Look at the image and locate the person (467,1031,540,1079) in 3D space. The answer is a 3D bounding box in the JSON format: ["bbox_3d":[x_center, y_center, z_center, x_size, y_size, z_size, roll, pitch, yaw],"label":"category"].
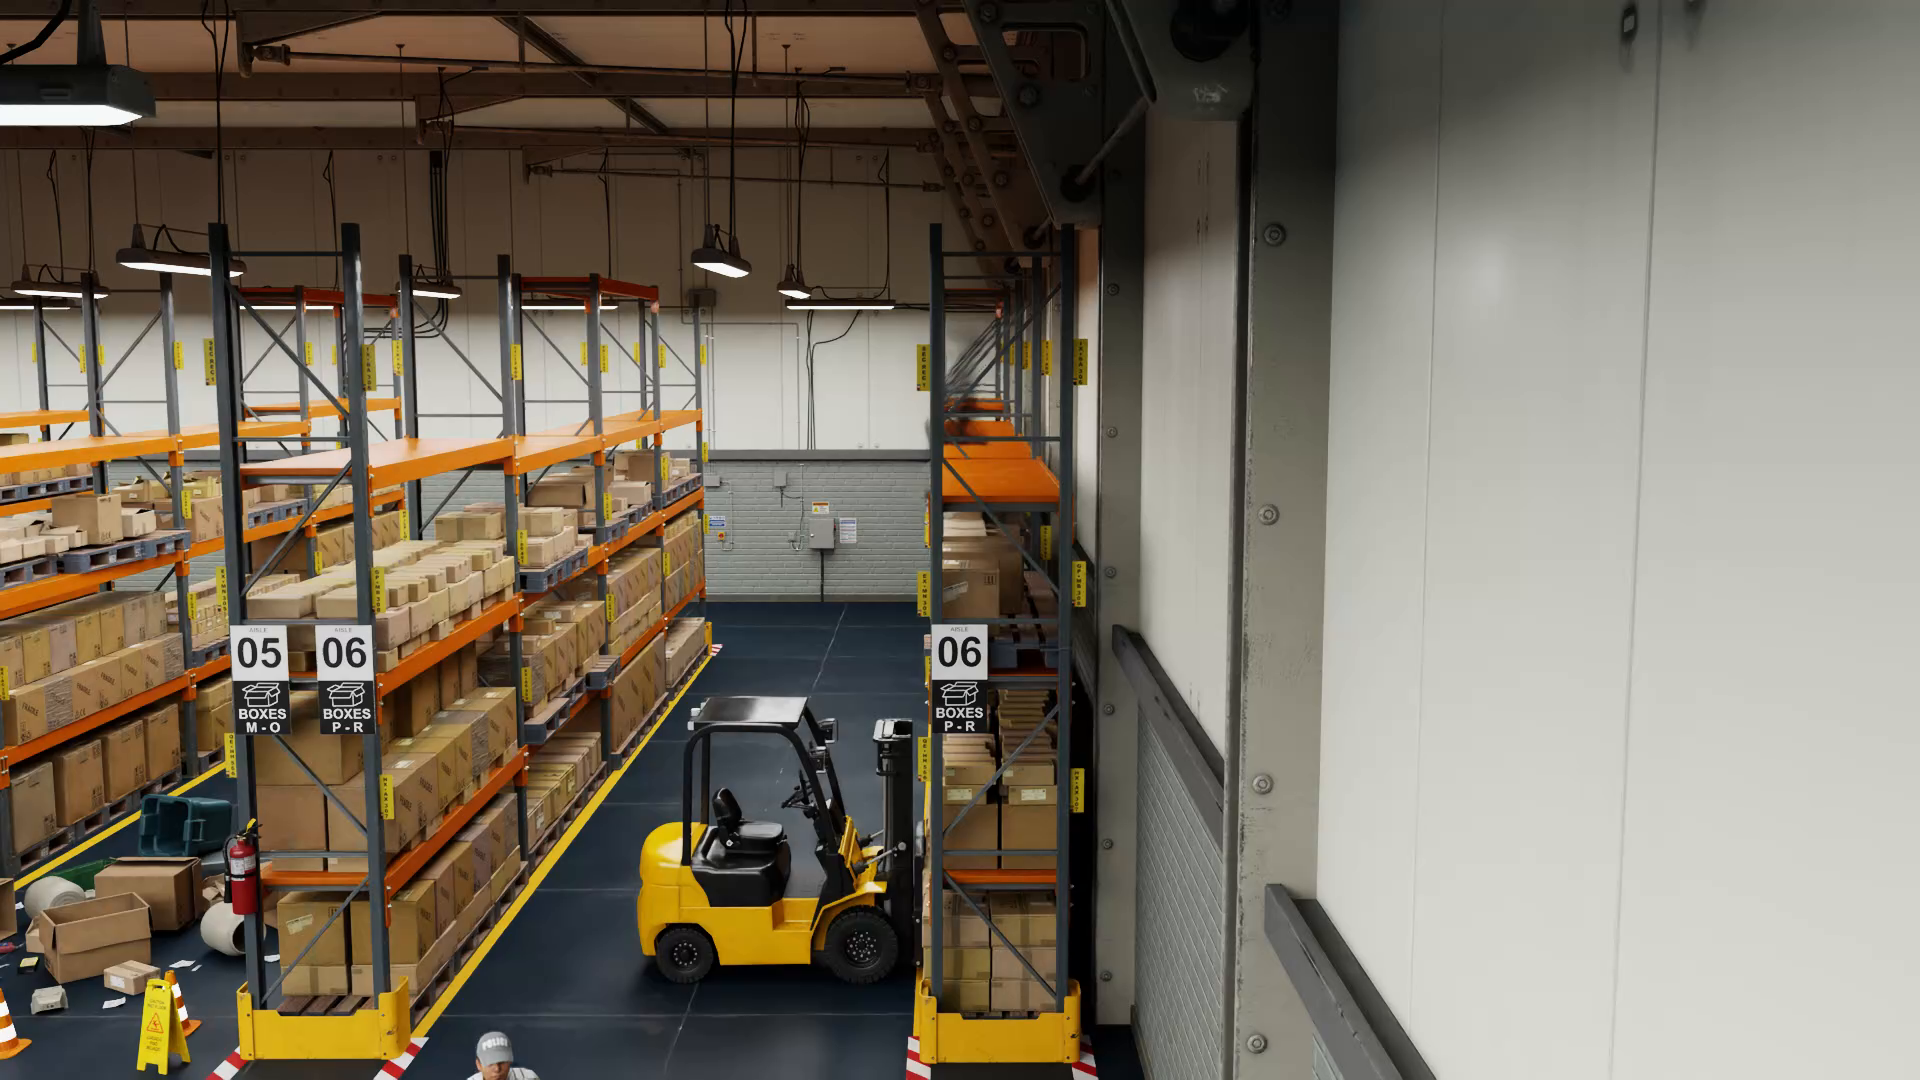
[{"bbox_3d":[-2.396,3.324,8.588,0.598,1.669,0.933,-3,7,-24],"label":"person"}]
